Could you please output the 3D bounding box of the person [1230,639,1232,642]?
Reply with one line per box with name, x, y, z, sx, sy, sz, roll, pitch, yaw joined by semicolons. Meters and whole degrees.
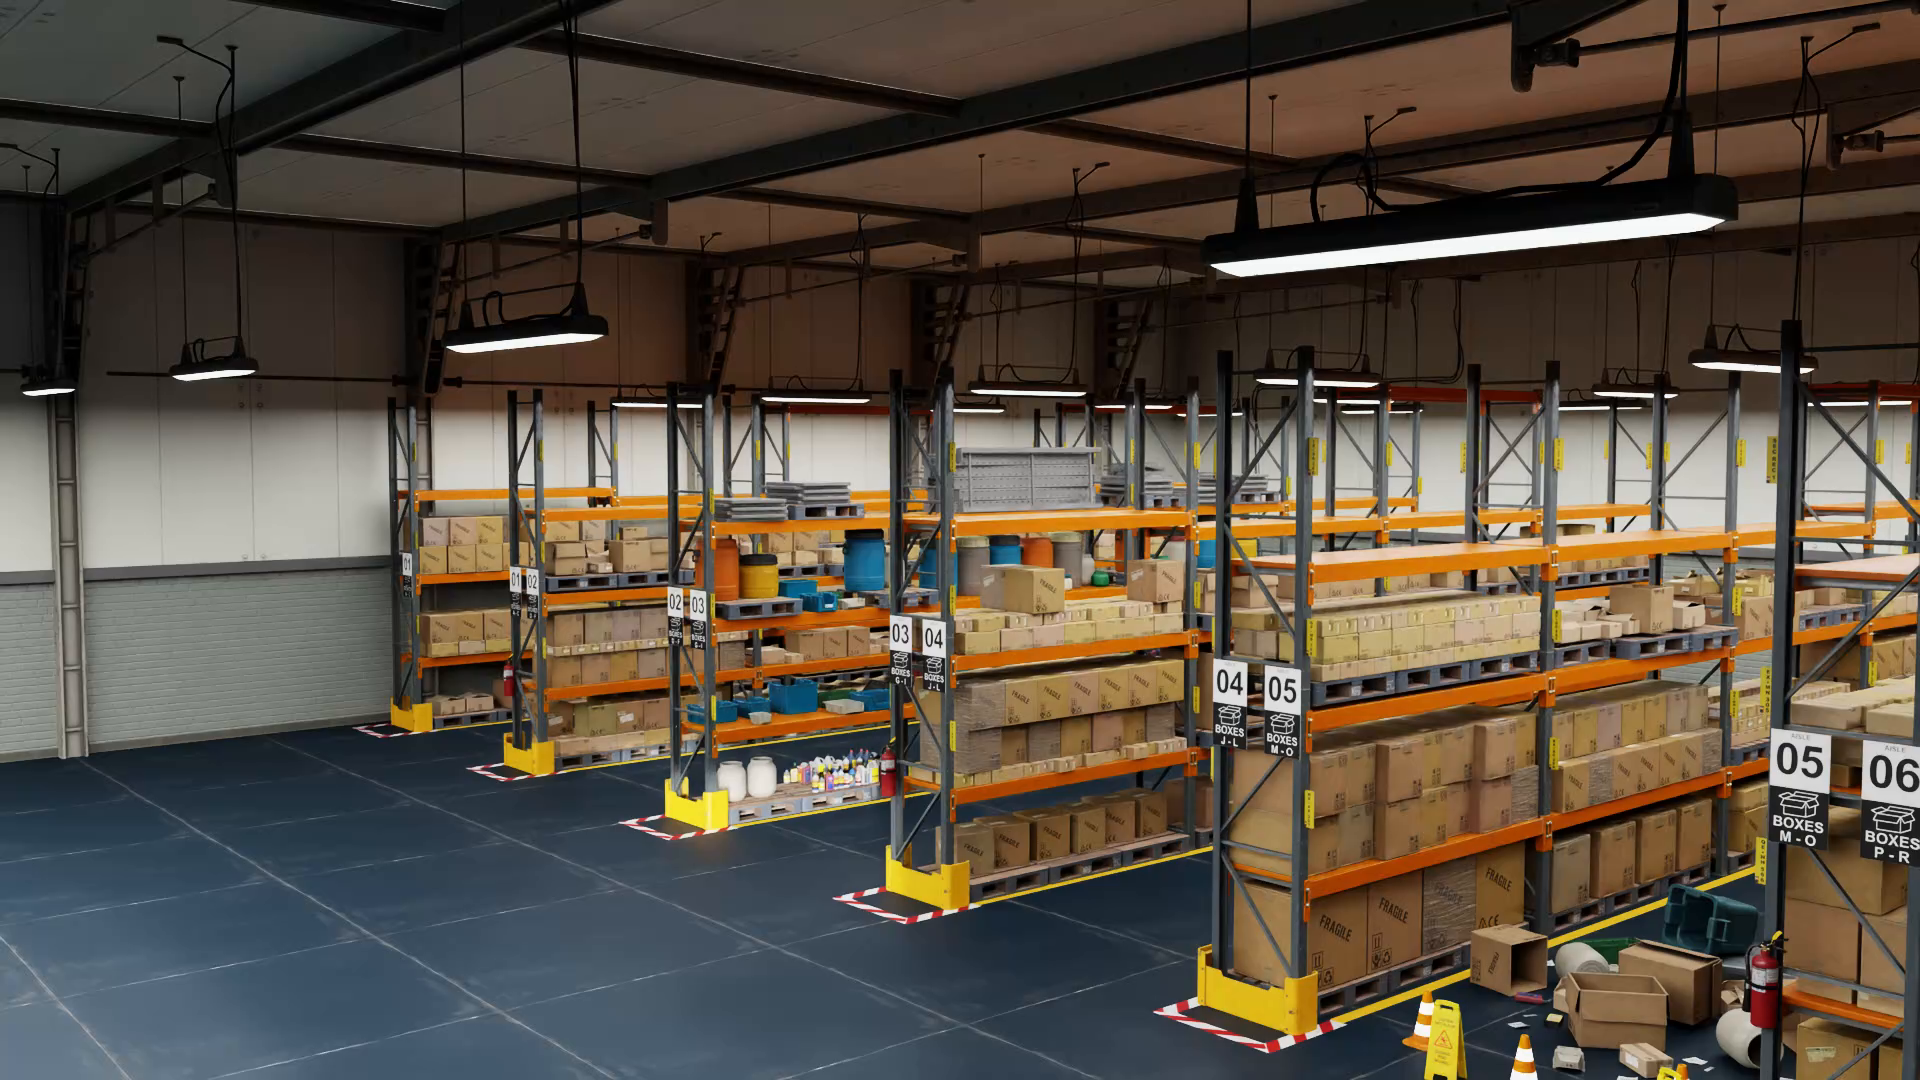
person;5.742;2.389;34.233;0.741;1.564;0.608;-2;4;-30
